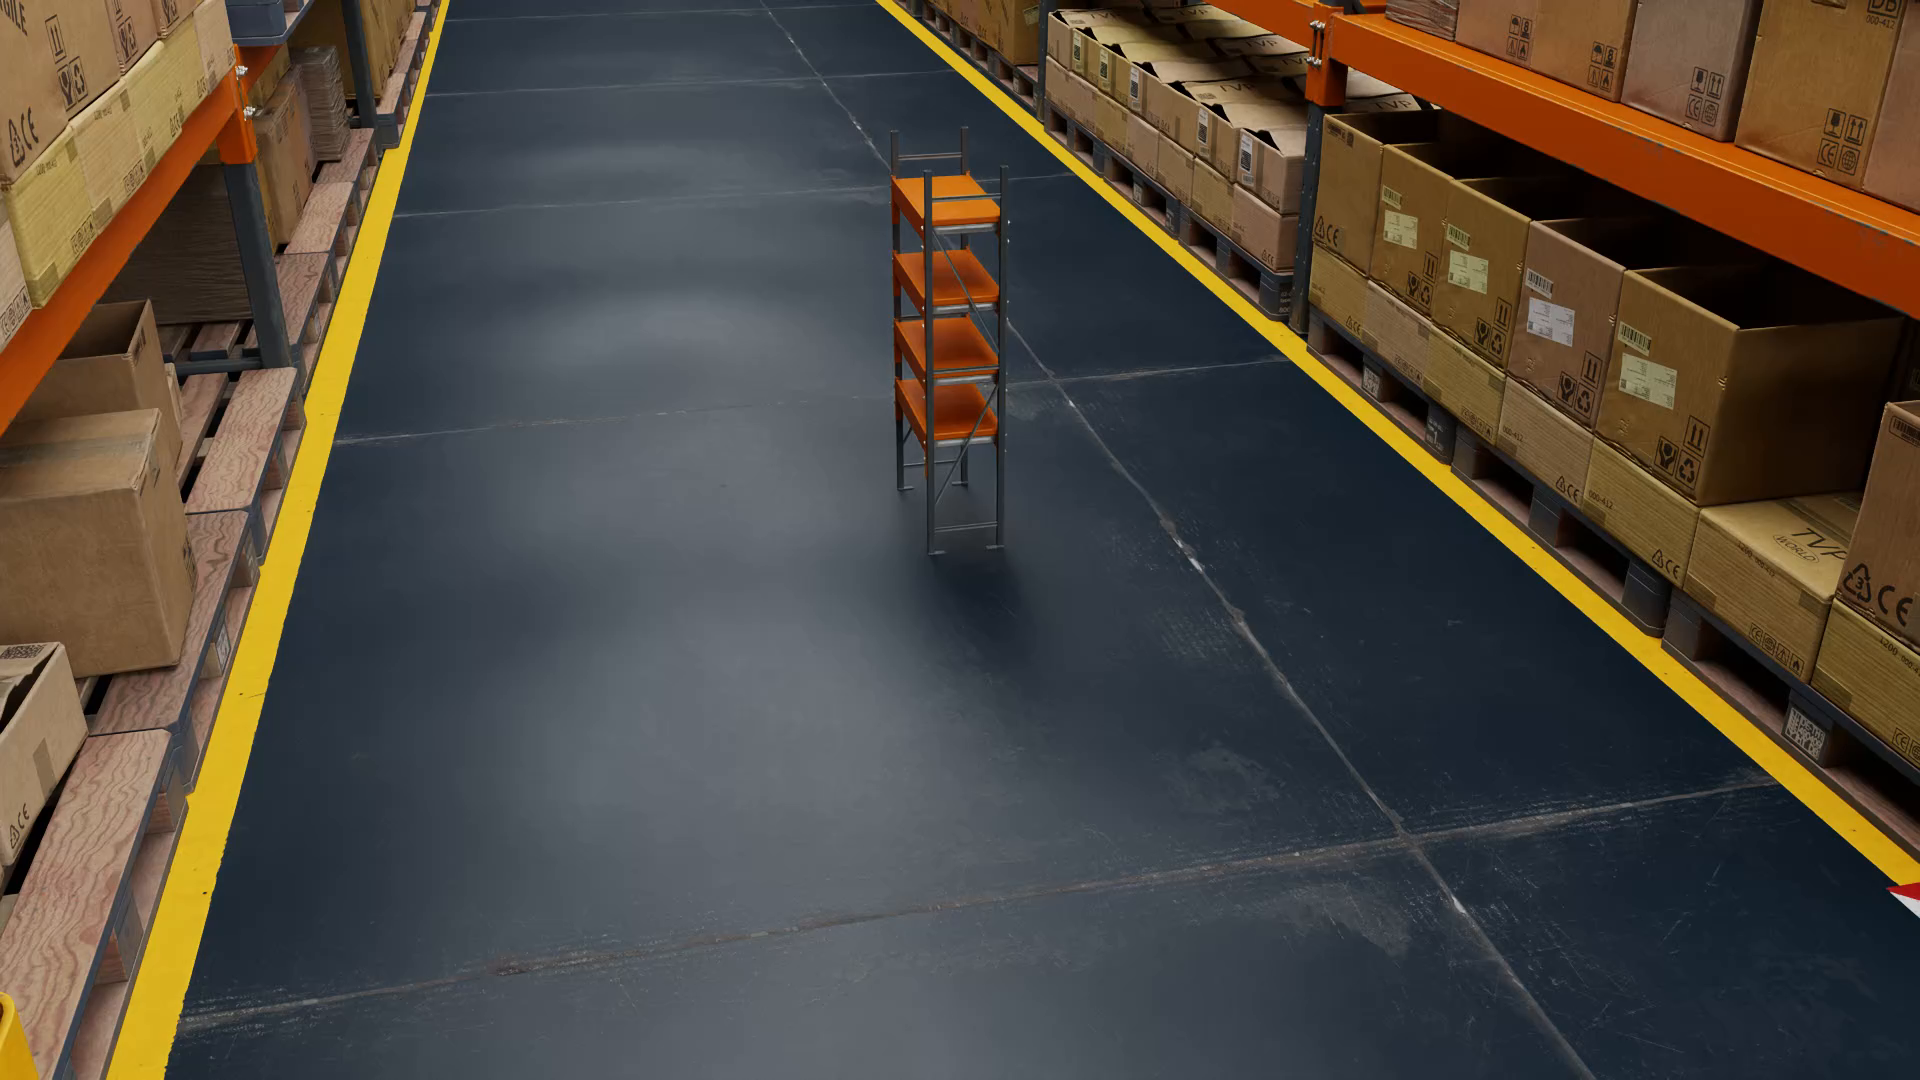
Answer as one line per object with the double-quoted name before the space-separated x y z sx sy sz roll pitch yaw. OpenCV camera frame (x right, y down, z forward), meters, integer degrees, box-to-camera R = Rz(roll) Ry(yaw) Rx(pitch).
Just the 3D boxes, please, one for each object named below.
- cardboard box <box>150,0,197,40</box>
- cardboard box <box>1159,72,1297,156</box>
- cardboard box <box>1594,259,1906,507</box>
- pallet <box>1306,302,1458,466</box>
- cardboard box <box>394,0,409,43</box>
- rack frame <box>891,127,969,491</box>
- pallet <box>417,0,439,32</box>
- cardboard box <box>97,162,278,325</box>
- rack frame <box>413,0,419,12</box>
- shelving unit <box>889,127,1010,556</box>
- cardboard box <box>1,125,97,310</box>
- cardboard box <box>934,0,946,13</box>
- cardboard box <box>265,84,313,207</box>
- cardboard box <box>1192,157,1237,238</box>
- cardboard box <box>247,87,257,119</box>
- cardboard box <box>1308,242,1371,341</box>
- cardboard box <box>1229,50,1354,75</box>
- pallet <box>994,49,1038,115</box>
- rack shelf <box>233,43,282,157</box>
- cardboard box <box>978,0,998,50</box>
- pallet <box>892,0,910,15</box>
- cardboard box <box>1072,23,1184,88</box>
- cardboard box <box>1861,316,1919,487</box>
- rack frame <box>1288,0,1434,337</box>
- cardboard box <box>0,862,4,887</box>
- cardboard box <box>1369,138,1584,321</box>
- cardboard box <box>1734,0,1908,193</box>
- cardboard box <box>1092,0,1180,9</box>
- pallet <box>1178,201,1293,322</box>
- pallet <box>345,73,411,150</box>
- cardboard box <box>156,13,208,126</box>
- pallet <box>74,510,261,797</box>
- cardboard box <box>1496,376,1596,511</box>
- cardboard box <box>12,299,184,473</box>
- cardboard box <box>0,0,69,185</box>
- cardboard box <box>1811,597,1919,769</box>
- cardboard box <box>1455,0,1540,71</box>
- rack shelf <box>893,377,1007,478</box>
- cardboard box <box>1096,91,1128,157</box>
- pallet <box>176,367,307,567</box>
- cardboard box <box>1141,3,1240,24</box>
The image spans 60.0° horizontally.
"cardboard box" -2.413 -1.639 4.480 0.500 0.500 0.500 -6 27 -12
"cardboard box" 1.283 -2.067 7.980 0.500 0.311 0.500 -6 27 -12
"cardboard box" 2.138 -0.443 4.552 0.500 0.500 0.500 -6 27 -12
"pallet" 2.025 -0.663 6.330 1.003 0.211 1.213 -6 27 -12
"cardboard box" -4.265 -3.834 11.438 0.750 0.750 0.750 -5 27 -10
"rack frame" -0.092 -0.715 5.336 0.240 1.200 0.015 -6 27 -12
"pallet" -4.837 -4.366 13.665 1.003 0.211 1.213 -6 27 -12
"cardboard box" -3.121 -1.159 6.502 0.700 0.500 0.500 -5 27 -10
"rack frame" -4.742 -5.269 12.360 1.000 3.000 0.127 -6 27 -12
"shelving unit" -0.037 -0.608 5.124 0.258 1.200 0.503 -6 27 -12
"cardboard box" -2.078 -0.640 3.333 0.500 0.250 0.500 -6 27 -12
"cardboard box" 0.086 -4.384 12.892 0.500 0.500 0.500 -6 27 -11
"cardboard box" -3.485 -1.829 7.831 0.700 0.500 0.500 -6 27 -12
"cardboard box" 1.398 -1.596 7.669 0.500 0.250 0.500 -6 27 -12
"cardboard box" -3.344 -1.914 7.168 0.500 0.250 0.500 -7 28 -13
"cardboard box" 1.696 -0.987 6.462 0.500 0.250 0.500 -6 27 -12
"cardboard box" 1.688 -2.353 8.546 0.500 0.311 0.500 -5 27 -10
"pallet" 0.854 -3.104 11.166 1.003 0.211 1.213 -6 27 -12
"rack shelf" -3.390 -2.314 7.303 1.077 0.370 4.000 -6 27 -12
"cardboard box" 0.429 -3.712 11.561 0.500 0.500 0.500 -7 28 -13
"pallet" -0.070 -4.830 14.585 1.003 0.211 1.213 -6 27 -12
"cardboard box" 0.944 -2.738 9.309 0.500 0.311 0.500 -7 28 -13
"cardboard box" 2.644 -0.496 4.656 0.500 0.500 0.500 -6 27 -12
"rack frame" 1.887 -2.261 6.401 1.000 3.000 0.127 -6 27 -12
"cardboard box" -2.106 0.690 3.049 0.500 0.311 0.500 -9 28 -17
"cardboard box" 1.806 -1.102 5.858 0.500 0.500 0.500 -6 27 -12
"cardboard box" 2.466 -1.205 4.197 0.700 0.500 0.500 -6 27 -11
"cardboard box" 1.161 -3.327 10.798 0.500 0.500 0.500 -5 27 -9
"pallet" 1.683 -1.336 7.663 1.003 0.211 1.213 -6 27 -12
"pallet" -3.945 -2.622 10.210 1.003 0.211 1.213 -6 27 -12
"cardboard box" -2.433 -1.302 4.645 0.500 0.250 0.500 -6 27 -11
"pallet" -2.475 0.316 4.390 1.003 0.211 1.213 -6 27 -12
"cardboard box" 2.030 -0.328 5.156 0.500 0.250 0.500 -6 27 -12
"cardboard box" -2.666 -0.386 4.971 0.500 0.500 0.500 -8 28 -15
"cardboard box" -2.064 -0.963 3.141 0.500 0.500 0.500 -7 28 -13
"cardboard box" 2.379 0.329 3.854 0.500 0.250 0.500 -6 27 -12
"cardboard box" 2.118 -1.881 5.537 0.700 0.500 0.500 -6 27 -12
"rack shelf" -0.037 -0.371 5.243 0.258 0.148 0.480 -6 27 -12
"cardboard box" 1.054 -2.269 9.003 0.500 0.250 0.500 -7 28 -13
"pallet" -2.753 -0.221 5.453 1.003 0.211 1.213 -6 27 -12
"cardboard box" 1.343 -3.023 9.873 0.500 0.311 0.500 -5 27 -10
